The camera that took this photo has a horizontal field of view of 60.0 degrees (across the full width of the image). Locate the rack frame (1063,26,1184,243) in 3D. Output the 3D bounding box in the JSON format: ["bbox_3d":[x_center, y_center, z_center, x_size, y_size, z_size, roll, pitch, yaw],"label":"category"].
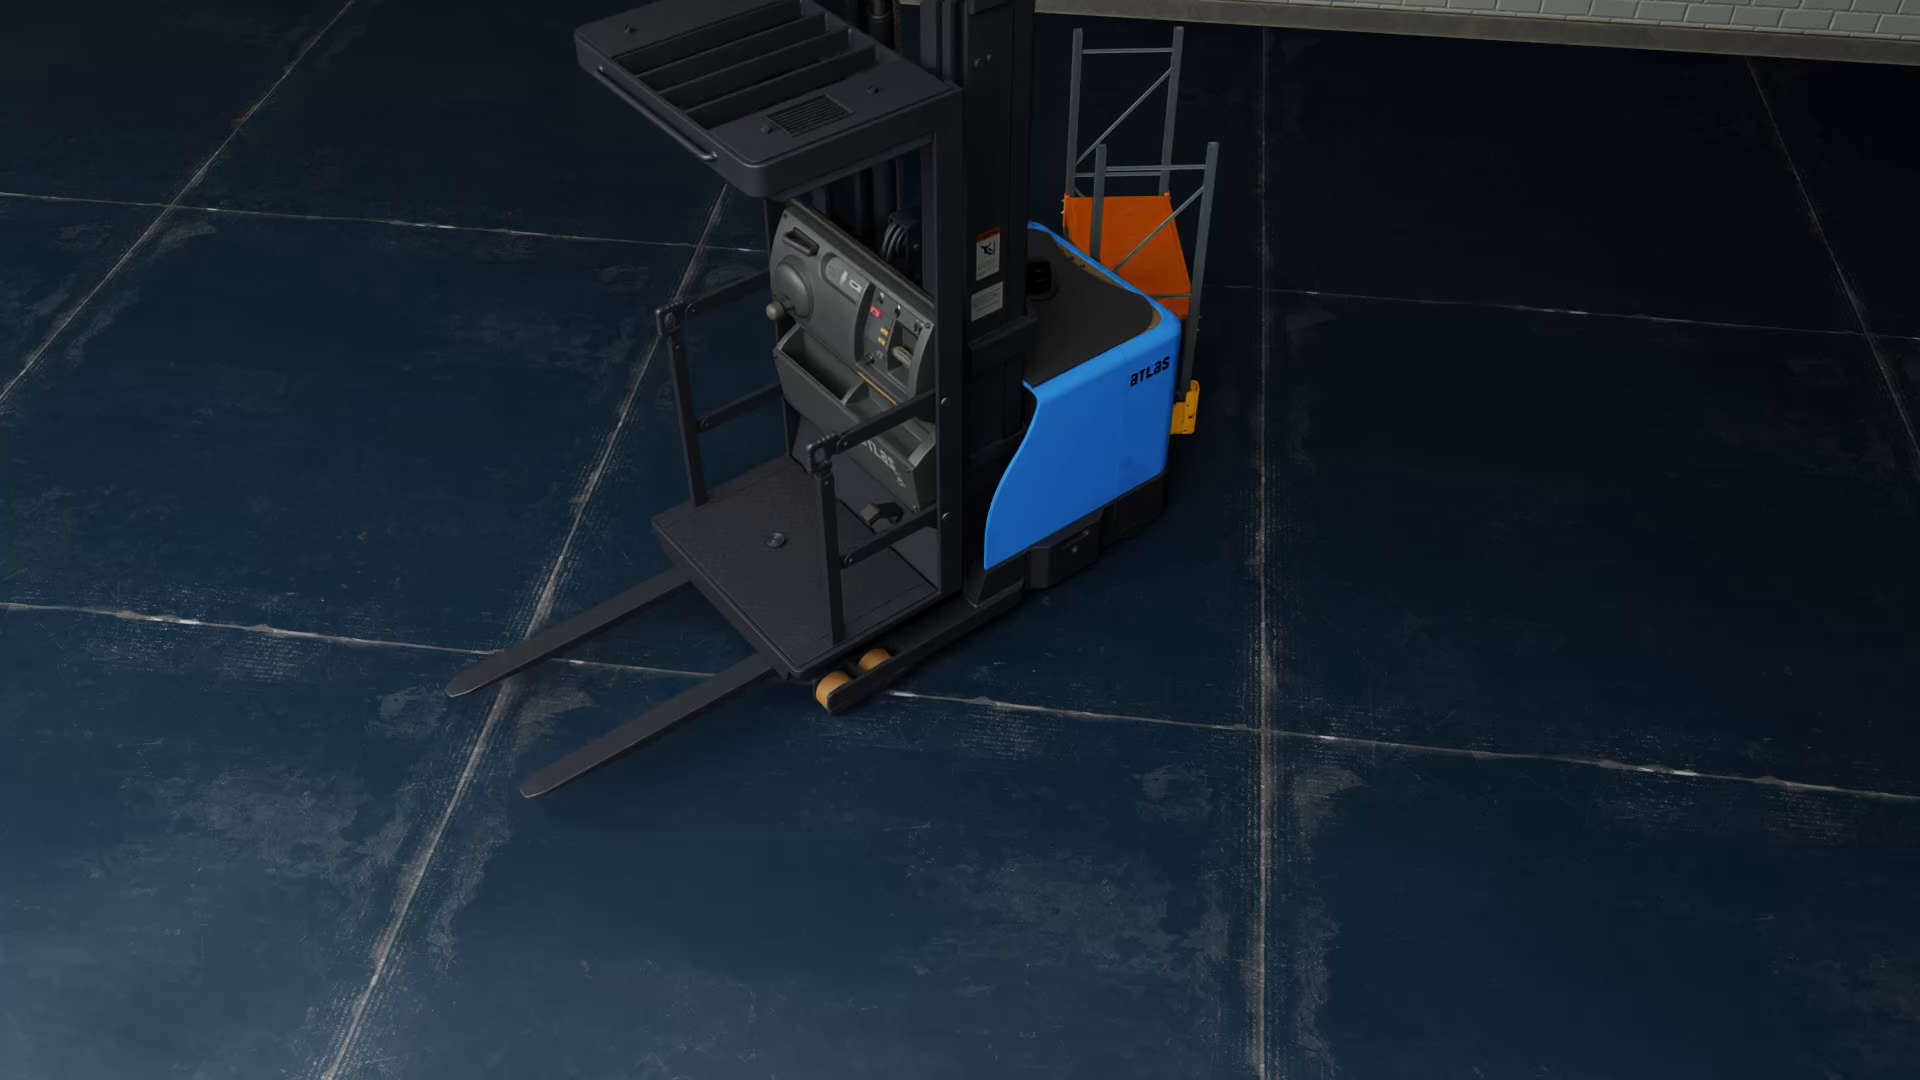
[{"bbox_3d":[0.762,-1.761,8.019,0.500,1.500,0.032,-2,43,-2],"label":"rack frame"}]

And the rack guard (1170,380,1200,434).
[{"bbox_3d":[0.804,-0.610,7.712,0.587,0.250,0.087,-2,43,-2],"label":"rack guard"}]

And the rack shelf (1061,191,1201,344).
[{"bbox_3d":[0.783,-1.281,7.774,0.538,0.185,1.000,-2,43,-2],"label":"rack shelf"}]

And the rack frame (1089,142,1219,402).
[{"bbox_3d":[0.804,-1.063,7.281,0.500,1.500,0.032,-2,43,-2],"label":"rack frame"}]

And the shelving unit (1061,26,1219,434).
[{"bbox_3d":[0.783,-1.406,7.644,0.587,1.500,1.083,-2,43,-2],"label":"shelving unit"}]

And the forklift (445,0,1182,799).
[{"bbox_3d":[-0.567,-0.801,5.964,3.031,2.935,1.130,-28,50,-27],"label":"forklift"}]
